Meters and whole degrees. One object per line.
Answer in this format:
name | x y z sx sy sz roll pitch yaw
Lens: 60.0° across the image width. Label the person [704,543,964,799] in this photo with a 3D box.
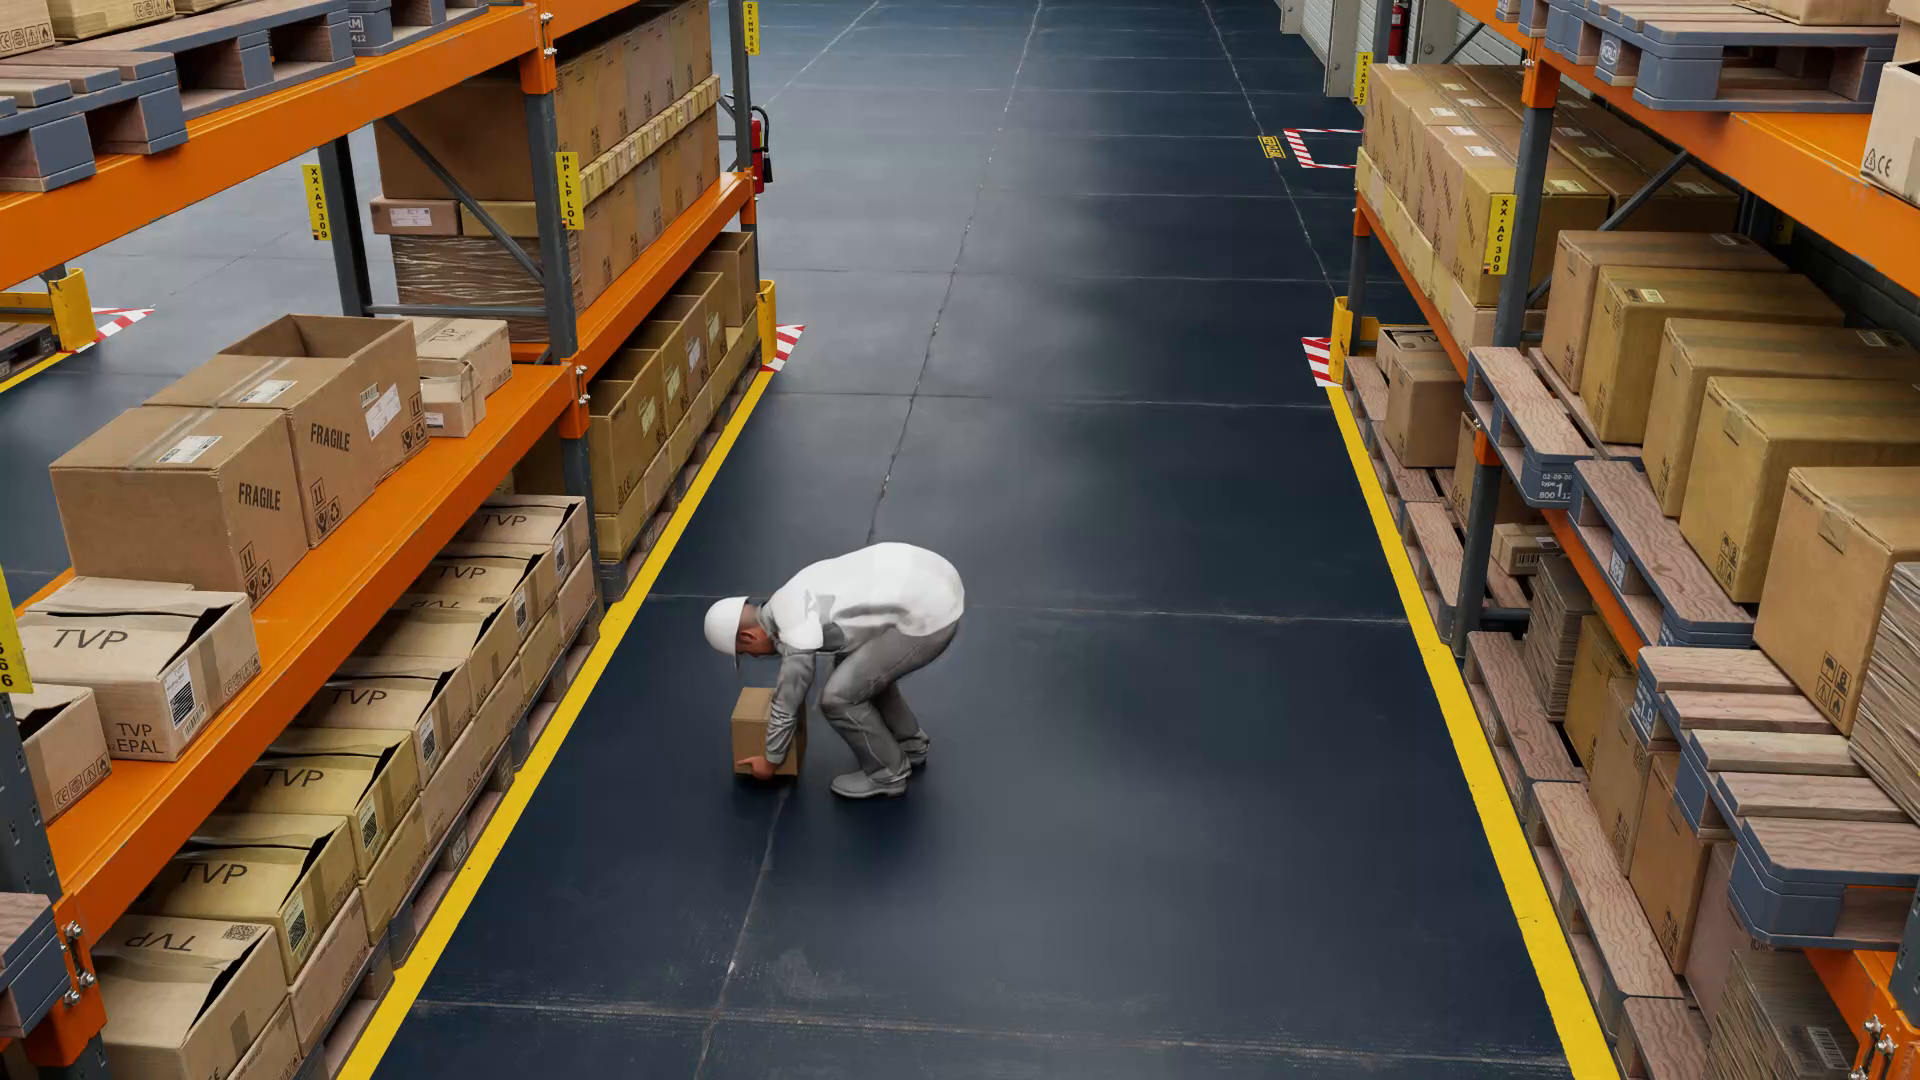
person | -0.481 0.489 6.440 0.996 0.988 0.495 1 24 2
